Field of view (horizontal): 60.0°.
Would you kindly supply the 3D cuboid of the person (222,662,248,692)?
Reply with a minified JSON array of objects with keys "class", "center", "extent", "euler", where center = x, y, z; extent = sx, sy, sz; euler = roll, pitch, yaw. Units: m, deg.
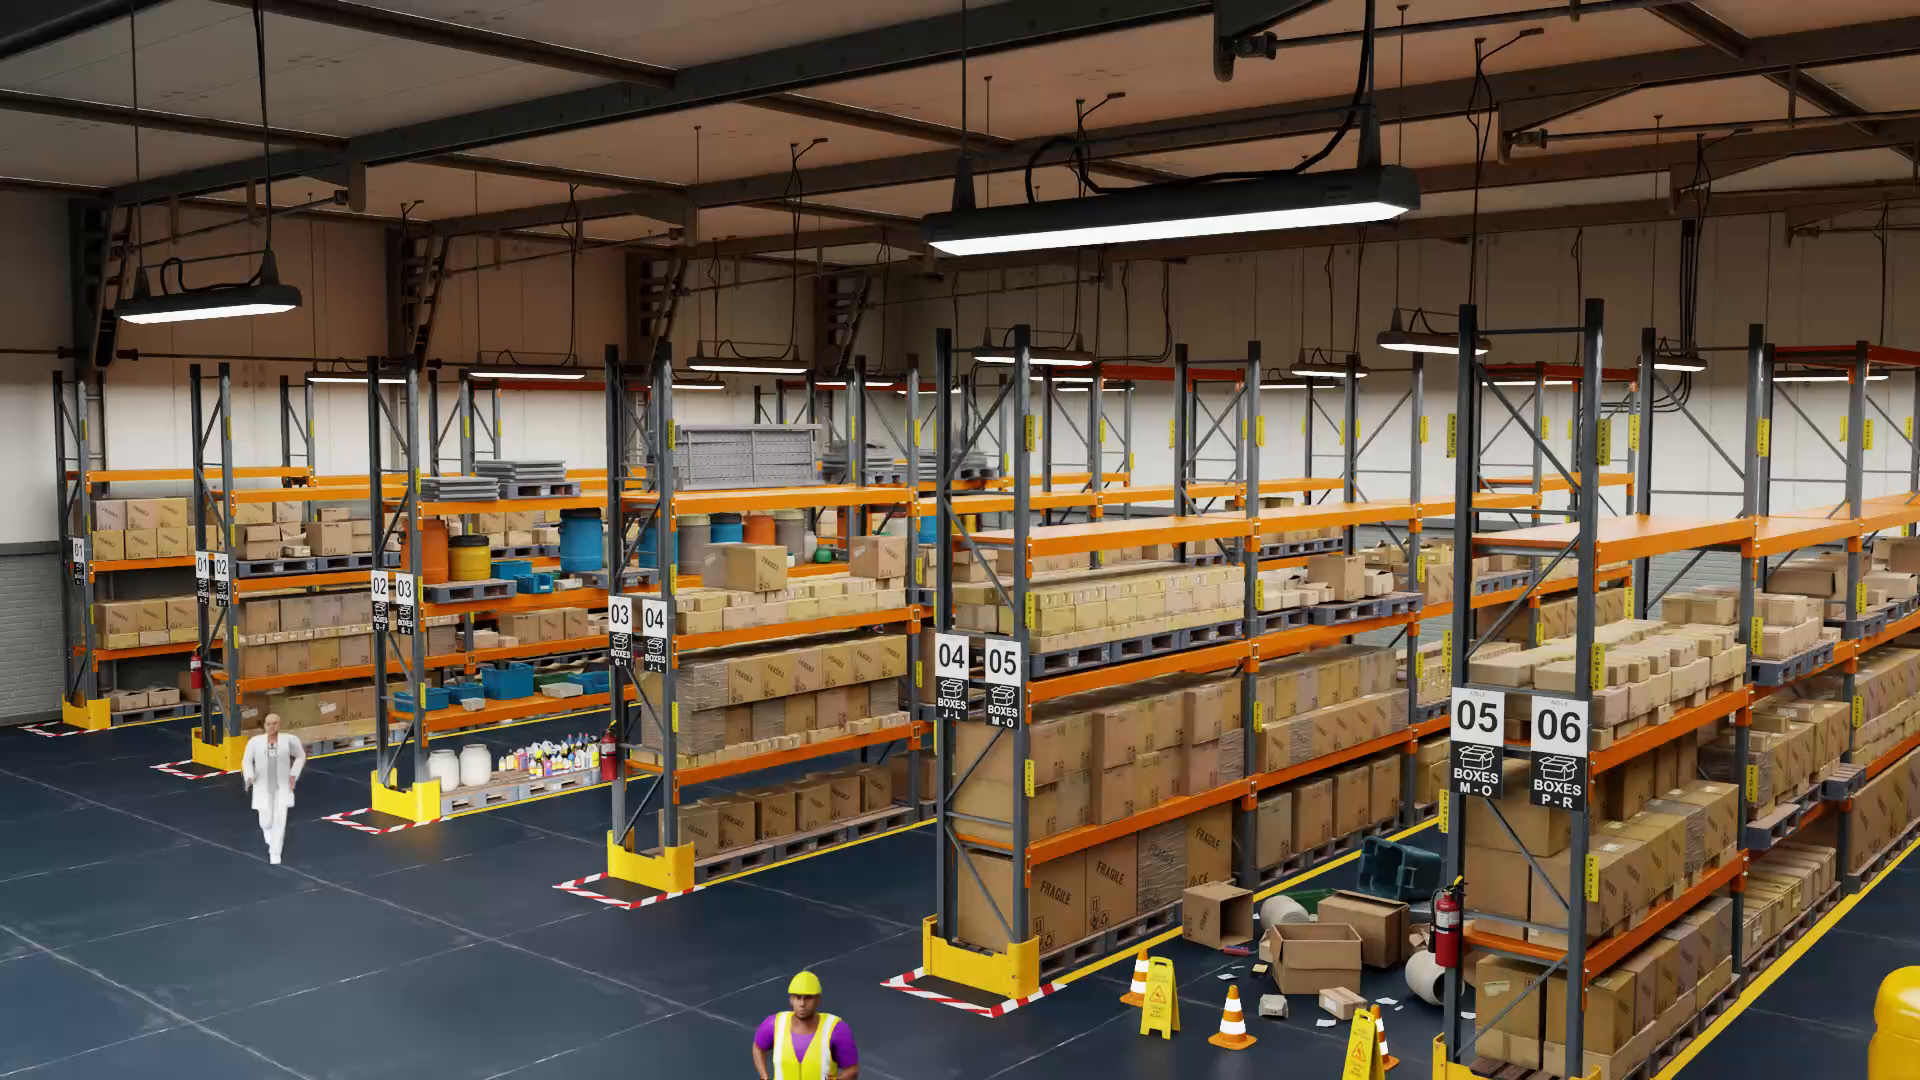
[{"class":"person","center":[-11.544,2.307,26.895],"extent":[0.674,1.800,0.938],"euler":[3,5,36]}]

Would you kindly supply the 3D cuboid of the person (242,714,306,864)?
[{"class":"person","center":[-8.076,2.890,19.607],"extent":[0.699,1.730,0.753],"euler":[-1,4,-18]}]

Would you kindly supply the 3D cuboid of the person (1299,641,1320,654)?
[{"class":"person","center":[5.633,2.352,26.666],"extent":[0.651,1.743,0.607],"euler":[4,5,41]}]

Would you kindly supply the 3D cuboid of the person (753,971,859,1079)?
[{"class":"person","center":[-0.961,3.555,10.228],"extent":[0.676,1.799,0.688],"euler":[0,4,-1]}]
